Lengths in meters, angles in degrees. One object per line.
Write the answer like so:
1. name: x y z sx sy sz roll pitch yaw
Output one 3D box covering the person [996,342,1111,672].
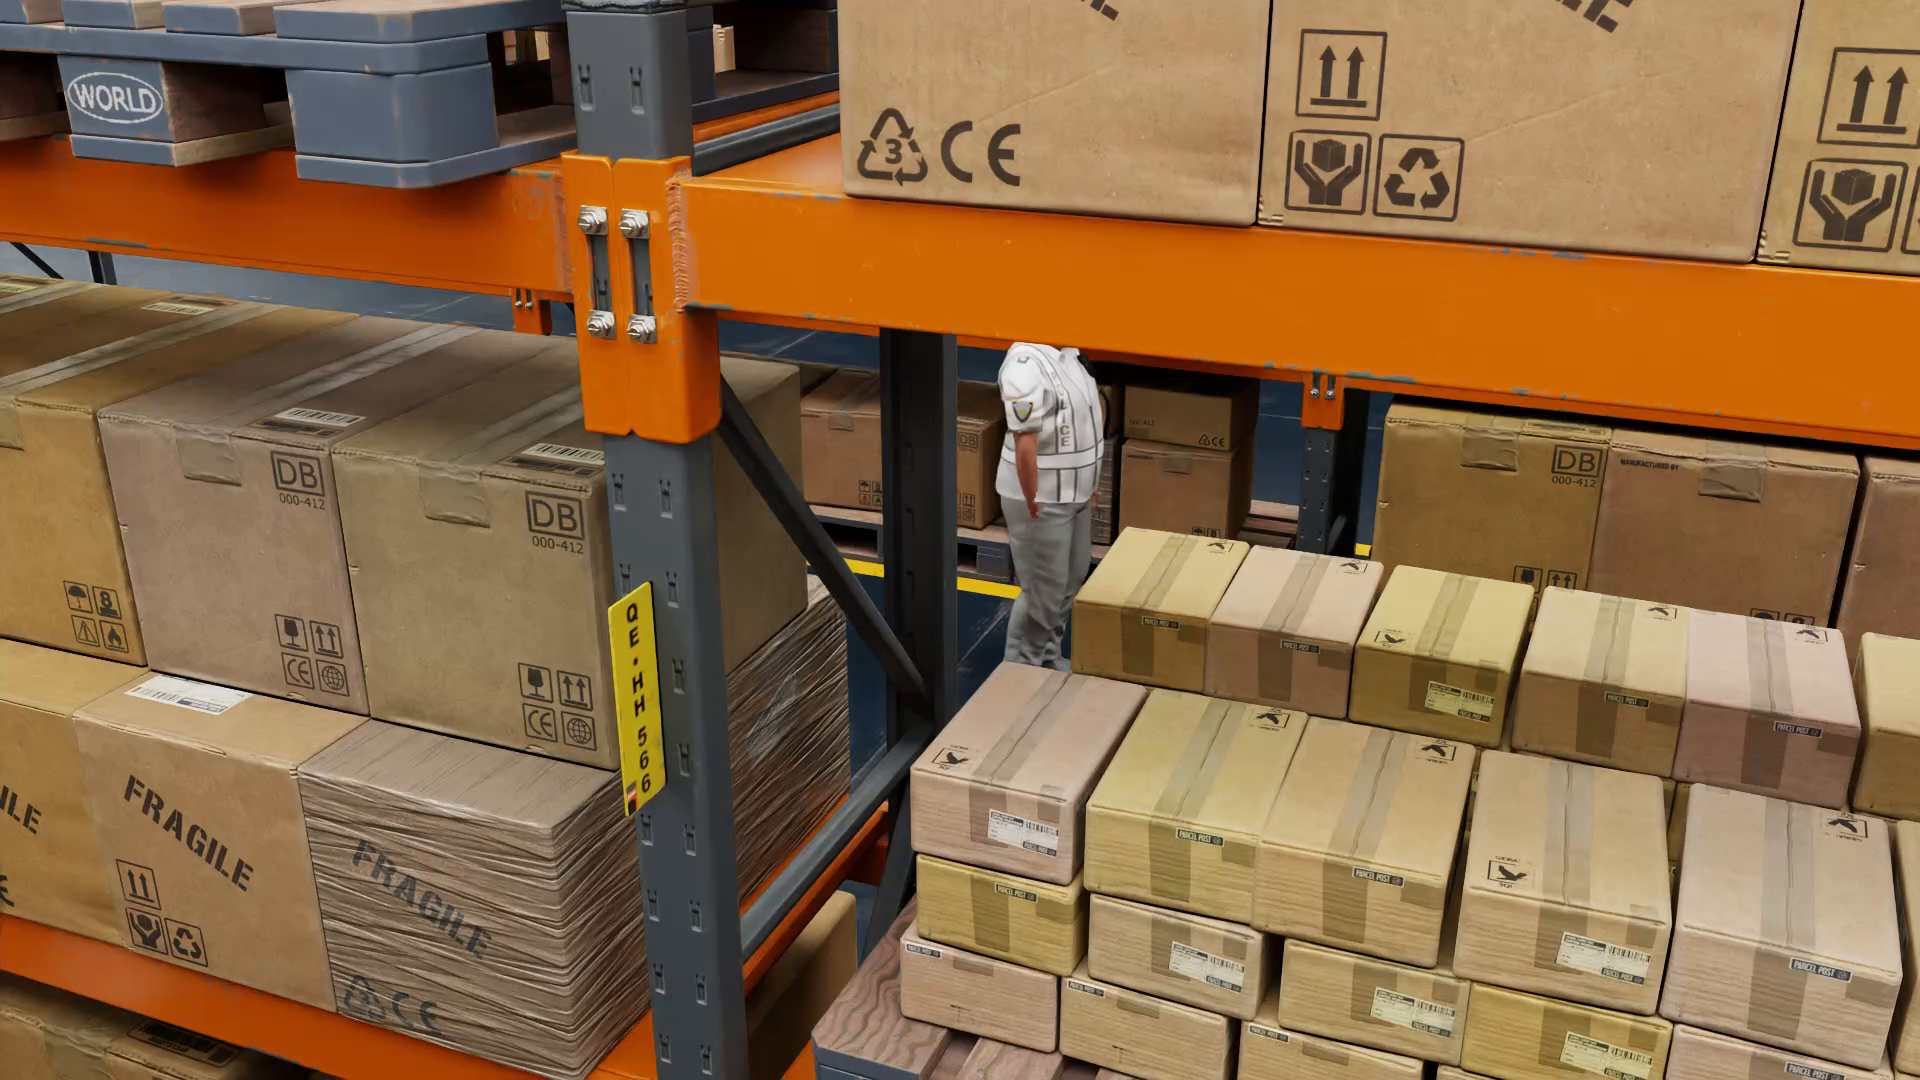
1. person: 0.364 -0.189 6.572 0.391 1.739 0.531 9 24 21
